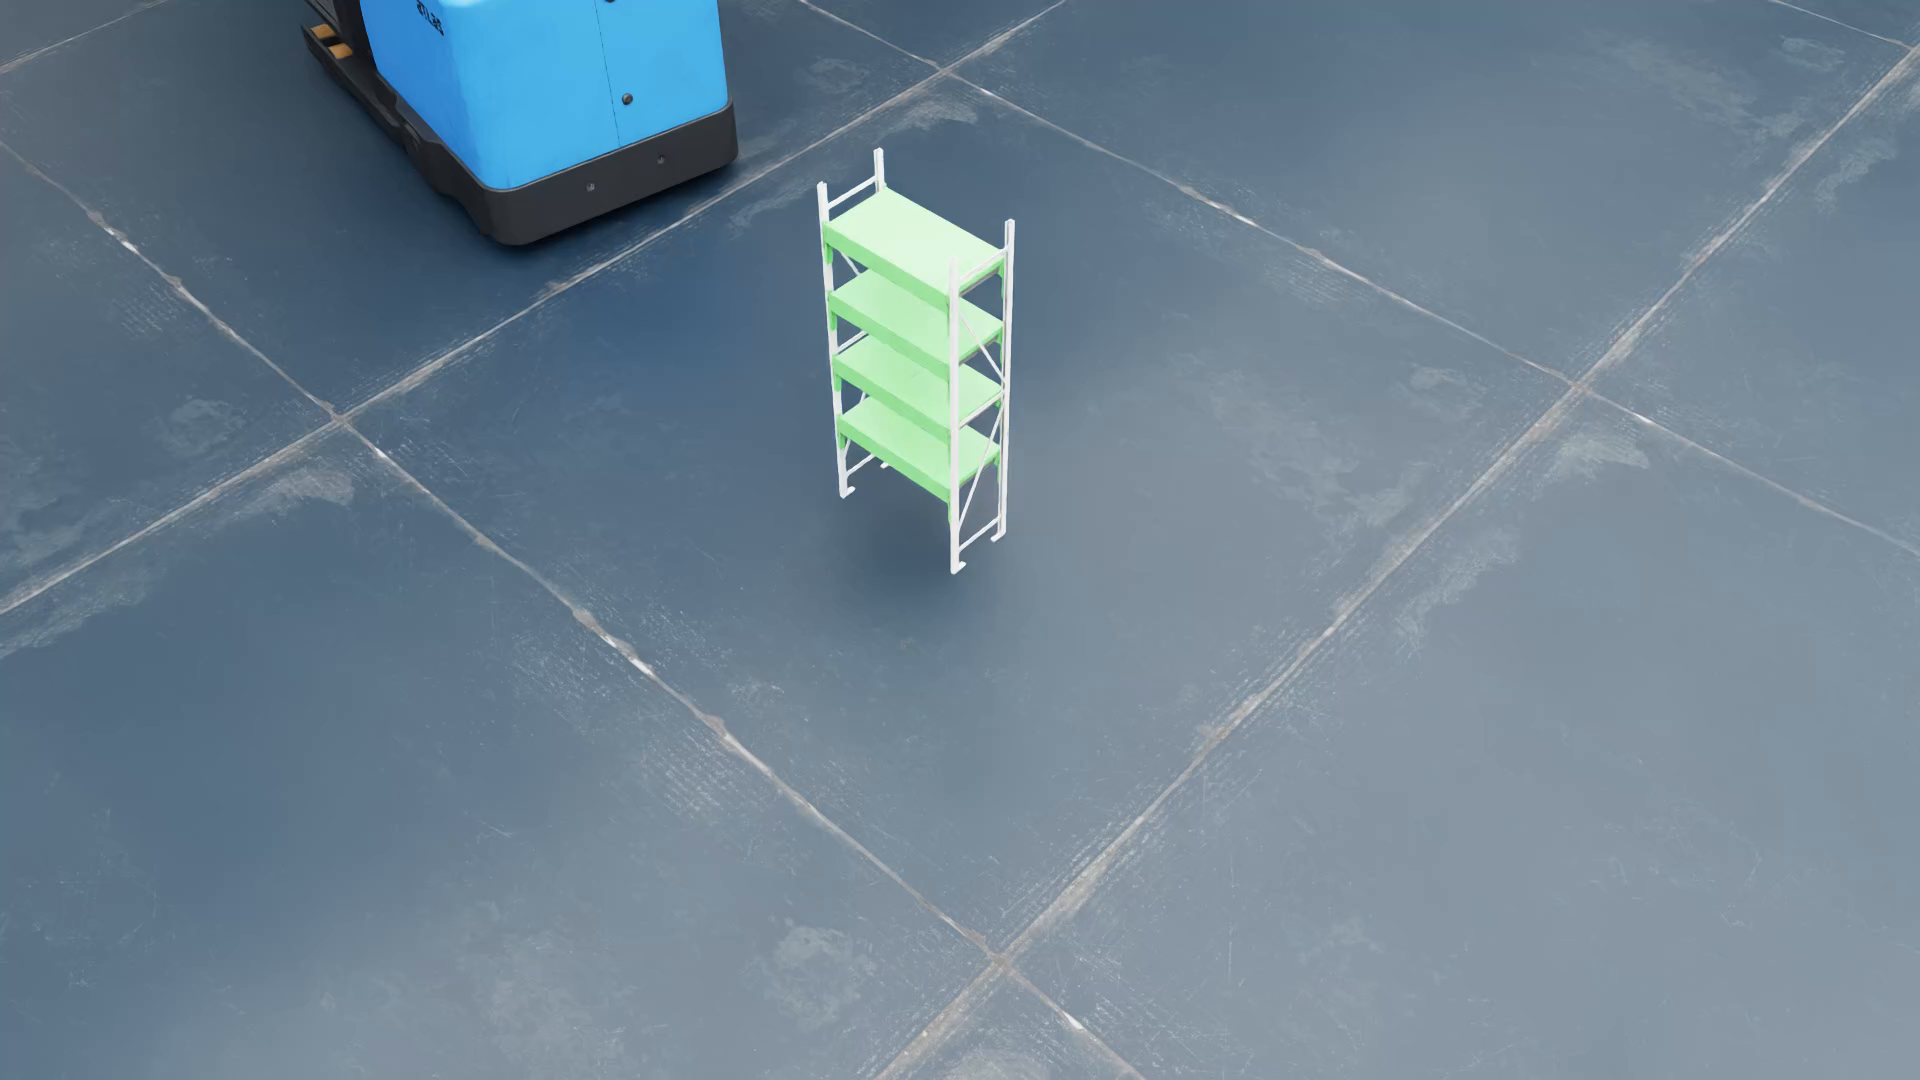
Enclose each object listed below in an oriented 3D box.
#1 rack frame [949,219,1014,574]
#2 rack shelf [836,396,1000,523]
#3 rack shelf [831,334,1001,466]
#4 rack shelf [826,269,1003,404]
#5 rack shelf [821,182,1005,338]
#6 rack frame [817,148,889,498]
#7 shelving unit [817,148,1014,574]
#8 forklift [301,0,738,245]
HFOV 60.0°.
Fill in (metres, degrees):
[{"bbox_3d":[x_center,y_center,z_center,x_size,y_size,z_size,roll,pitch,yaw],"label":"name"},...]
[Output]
[{"bbox_3d":[0.058,-0.372,4.776,0.015,1.200,0.240,34,55,28],"label":"rack frame"},{"bbox_3d":[-0.122,-0.285,5.111,0.480,0.148,0.258,34,55,28],"label":"rack shelf"},{"bbox_3d":[-0.122,-0.449,4.936,0.480,0.148,0.258,34,55,28],"label":"rack shelf"},{"bbox_3d":[-0.122,-0.613,4.761,0.480,0.148,0.258,34,55,28],"label":"rack shelf"},{"bbox_3d":[-0.122,-0.777,4.586,0.480,0.148,0.258,34,55,28],"label":"rack shelf"},{"bbox_3d":[-0.301,-0.613,5.003,0.015,1.200,0.240,34,55,28],"label":"rack frame"},{"bbox_3d":[-0.122,-0.493,4.889,0.503,1.200,0.258,34,55,28],"label":"shelving unit"},{"bbox_3d":[-2.158,-3.132,6.180,1.130,2.935,3.031,-28,53,-24],"label":"forklift"}]
